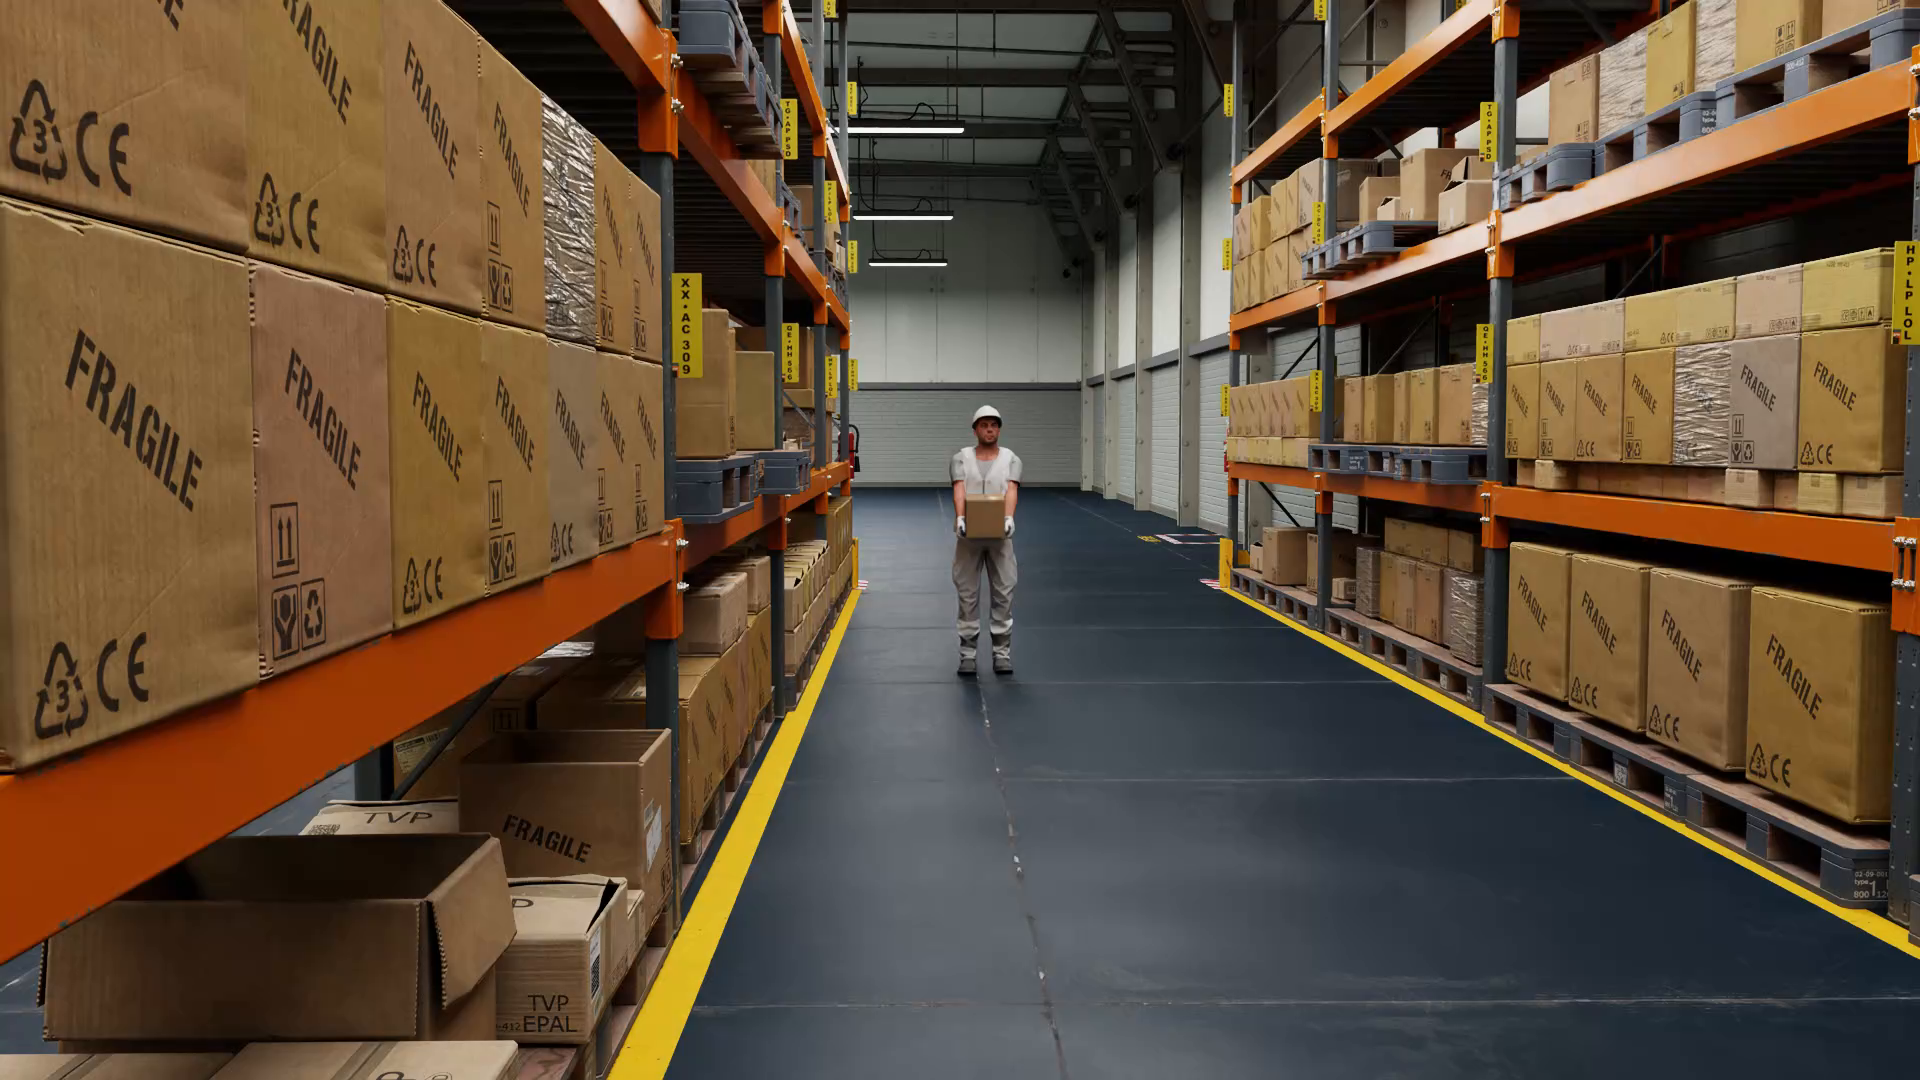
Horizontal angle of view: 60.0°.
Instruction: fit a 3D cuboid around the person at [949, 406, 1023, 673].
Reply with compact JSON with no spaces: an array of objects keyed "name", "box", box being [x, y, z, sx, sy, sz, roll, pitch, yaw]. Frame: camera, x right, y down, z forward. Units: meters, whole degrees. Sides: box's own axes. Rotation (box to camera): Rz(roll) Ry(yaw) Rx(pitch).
[{"name":"person","box":[0.176,-0.001,11.053,0.493,1.782,0.561,0,4,-1]}]
